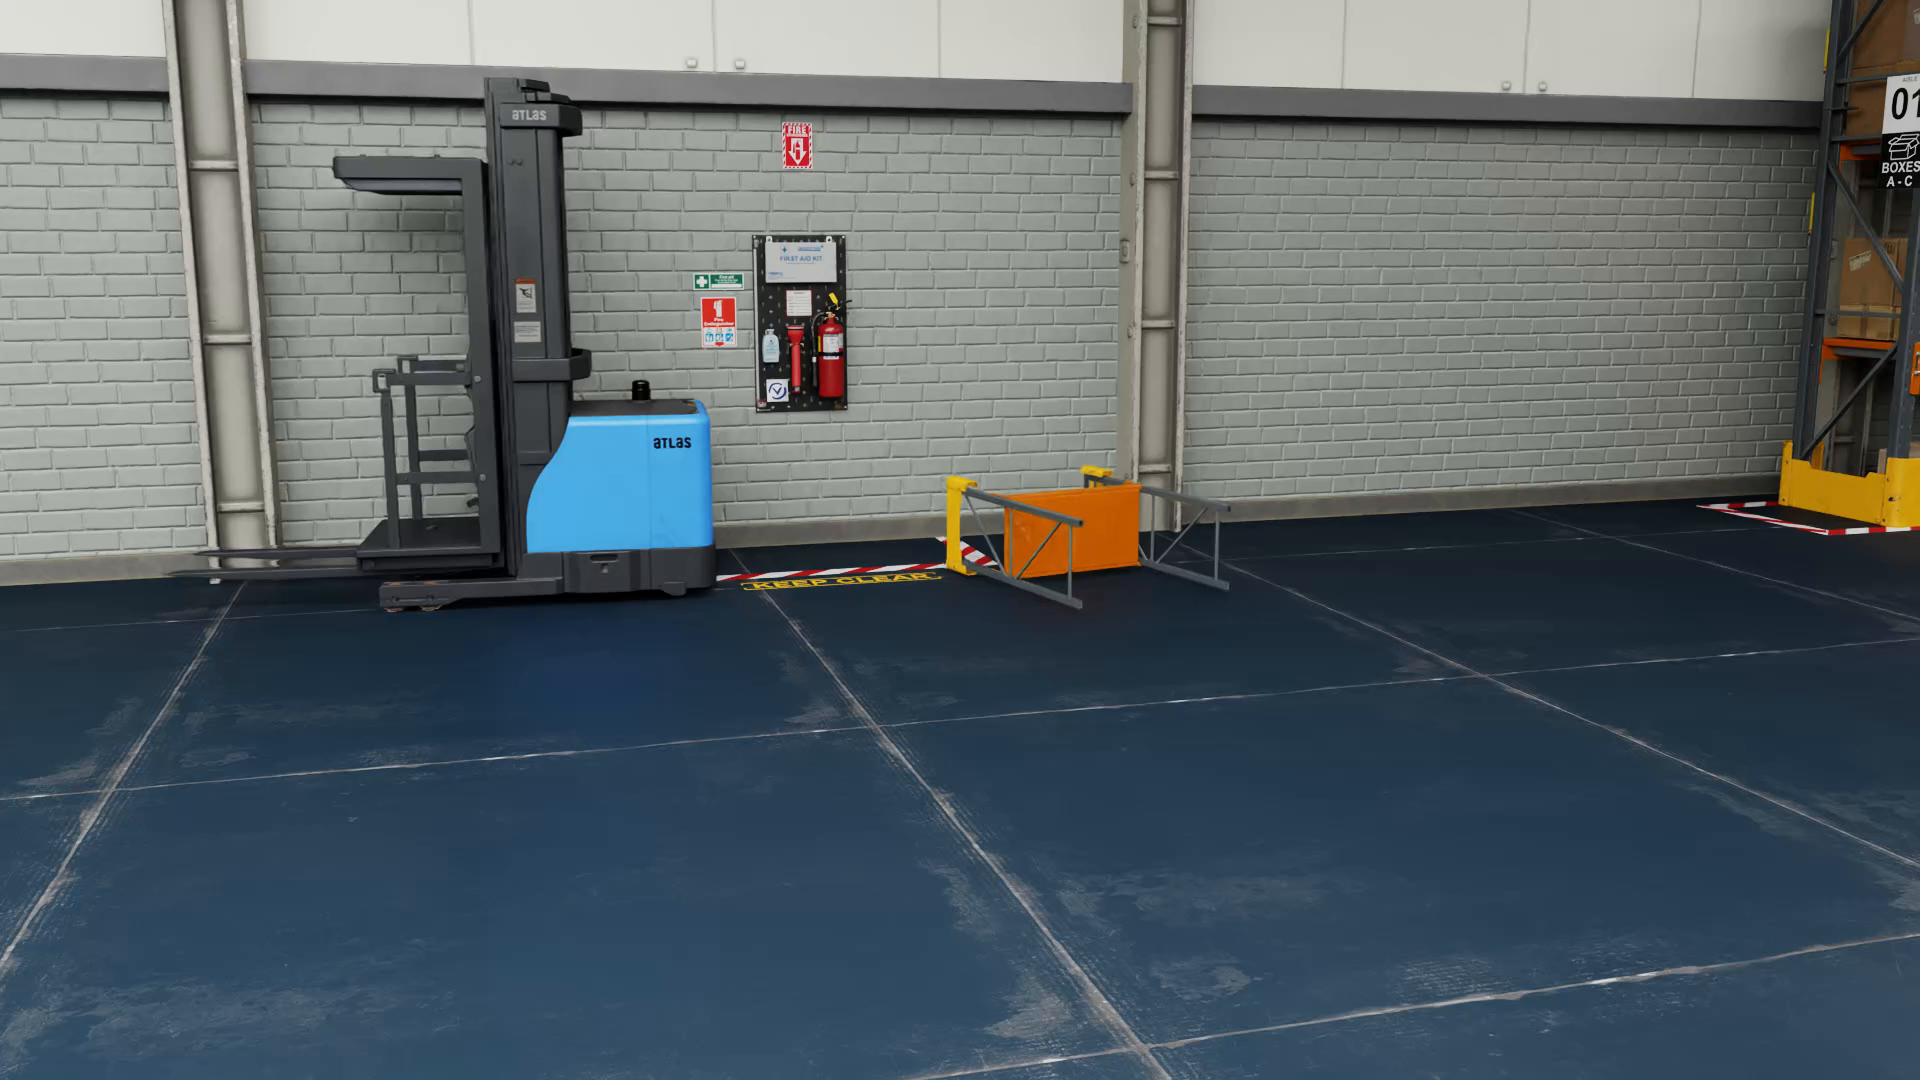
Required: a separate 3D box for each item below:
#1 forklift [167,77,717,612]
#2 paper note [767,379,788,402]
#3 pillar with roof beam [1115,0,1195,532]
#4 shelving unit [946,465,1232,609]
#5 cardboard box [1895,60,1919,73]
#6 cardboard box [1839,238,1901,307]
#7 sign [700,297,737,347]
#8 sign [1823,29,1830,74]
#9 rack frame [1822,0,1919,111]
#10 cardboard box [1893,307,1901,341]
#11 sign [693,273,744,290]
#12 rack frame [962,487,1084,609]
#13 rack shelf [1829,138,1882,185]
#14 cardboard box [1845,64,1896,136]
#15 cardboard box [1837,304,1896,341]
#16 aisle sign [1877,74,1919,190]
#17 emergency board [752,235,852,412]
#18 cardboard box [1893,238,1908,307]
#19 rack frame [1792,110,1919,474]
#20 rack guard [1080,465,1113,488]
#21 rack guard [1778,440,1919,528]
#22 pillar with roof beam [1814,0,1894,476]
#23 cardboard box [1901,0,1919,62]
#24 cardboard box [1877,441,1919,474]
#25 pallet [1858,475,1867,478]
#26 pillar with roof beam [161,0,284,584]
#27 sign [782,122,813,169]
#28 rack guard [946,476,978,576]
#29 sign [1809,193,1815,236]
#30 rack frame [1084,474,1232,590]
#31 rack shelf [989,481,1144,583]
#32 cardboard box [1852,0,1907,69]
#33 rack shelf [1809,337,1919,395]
[{"bbox_3d":[-2.995,-1.139,9.637,3.031,2.935,1.130,-2,11,-11],"label":"forklift"},{"bbox_3d":[-1.222,-1.002,11.136,0.142,0.148,0.016,-3,11,-16],"label":"paper note"},{"bbox_3d":[2.554,-3.752,7.075,0.400,9.000,9.100,-3,11,-16],"label":"pillar with roof beam"},{"bbox_3d":[0.751,-0.032,10.030,1.083,0.587,1.500,-6,12,-28],"label":"shelving unit"},{"bbox_3d":[7.072,-3.176,11.897,0.500,0.500,0.500,-3,11,-14],"label":"cardboard box"},{"bbox_3d":[7.074,-2.034,12.597,0.500,0.500,0.500,-3,11,-17],"label":"cardboard box"},{"bbox_3d":[-1.592,-1.439,10.982,0.234,0.329,0.001,-3,11,-16],"label":"sign"},{"bbox_3d":[6.545,-3.676,12.501,0.005,0.325,0.100,-3,11,-16],"label":"sign"},{"bbox_3d":[6.681,-4.619,11.780,0.127,3.000,1.000,-3,11,-16],"label":"rack frame"},{"bbox_3d":[7.238,-1.574,12.169,0.500,0.250,0.500,-3,11,-18],"label":"cardboard box"},{"bbox_3d":[-1.586,-1.699,10.927,0.331,0.109,0.001,-3,11,-16],"label":"sign"},{"bbox_3d":[0.298,0.013,9.783,0.032,0.500,1.500,-6,12,-28],"label":"rack frame"},{"bbox_3d":[8.601,-2.891,12.666,4.000,0.370,1.077,-3,11,-16],"label":"rack shelf"},{"bbox_3d":[7.011,-3.268,12.394,0.500,0.500,0.500,-2,11,-12],"label":"cardboard box"},{"bbox_3d":[7.076,-1.662,12.646,0.500,0.250,0.500,-3,11,-15],"label":"cardboard box"},{"bbox_3d":[6.696,-2.891,11.785,0.004,0.787,0.394,-3,11,-16],"label":"aisle sign"},{"bbox_3d":[-1.033,-1.432,11.040,0.643,1.169,0.194,-3,11,-16],"label":"emergency board"},{"bbox_3d":[7.224,-1.945,12.114,0.500,0.500,0.500,-3,11,-16],"label":"cardboard box"},{"bbox_3d":[6.681,-1.668,12.323,0.127,3.000,1.000,-3,11,-16],"label":"rack frame"},{"bbox_3d":[0.884,-0.177,10.804,0.087,0.587,0.250,-6,12,-28],"label":"rack guard"},{"bbox_3d":[6.754,-0.443,12.570,0.348,0.500,1.175,-3,11,-16],"label":"rack guard"},{"bbox_3d":[8.315,-4.056,8.724,0.400,9.000,9.100,-3,11,-16],"label":"pillar with roof beam"},{"bbox_3d":[7.119,-3.671,11.827,0.500,0.500,0.500,-4,11,-20],"label":"cardboard box"},{"bbox_3d":[7.371,-0.582,12.632,0.500,0.311,0.500,-4,11,-22],"label":"cardboard box"},{"bbox_3d":[7.544,-0.336,12.786,1.213,0.211,1.003,-3,11,-16],"label":"pallet"},{"bbox_3d":[-3.207,-3.449,5.425,0.400,9.000,9.100,-3,11,-16],"label":"pillar with roof beam"},{"bbox_3d":[-1.068,-2.589,10.922,0.199,0.298,0.001,-3,11,-16],"label":"sign"},{"bbox_3d":[0.012,-0.089,10.330,0.087,0.587,0.250,-6,12,-28],"label":"rack guard"},{"bbox_3d":[6.545,-2.491,12.719,0.005,0.325,0.100,-3,11,-16],"label":"sign"},{"bbox_3d":[1.188,-0.076,10.268,0.032,0.500,1.500,-6,12,-28],"label":"rack frame"},{"bbox_3d":[0.656,-0.060,10.180,1.000,0.538,0.185,-6,12,-28],"label":"rack shelf"},{"bbox_3d":[7.022,-3.761,12.316,0.500,0.500,0.500,-3,11,-13],"label":"cardboard box"},{"bbox_3d":[8.601,-1.416,12.938,4.000,0.370,1.077,-3,11,-16],"label":"rack shelf"}]
